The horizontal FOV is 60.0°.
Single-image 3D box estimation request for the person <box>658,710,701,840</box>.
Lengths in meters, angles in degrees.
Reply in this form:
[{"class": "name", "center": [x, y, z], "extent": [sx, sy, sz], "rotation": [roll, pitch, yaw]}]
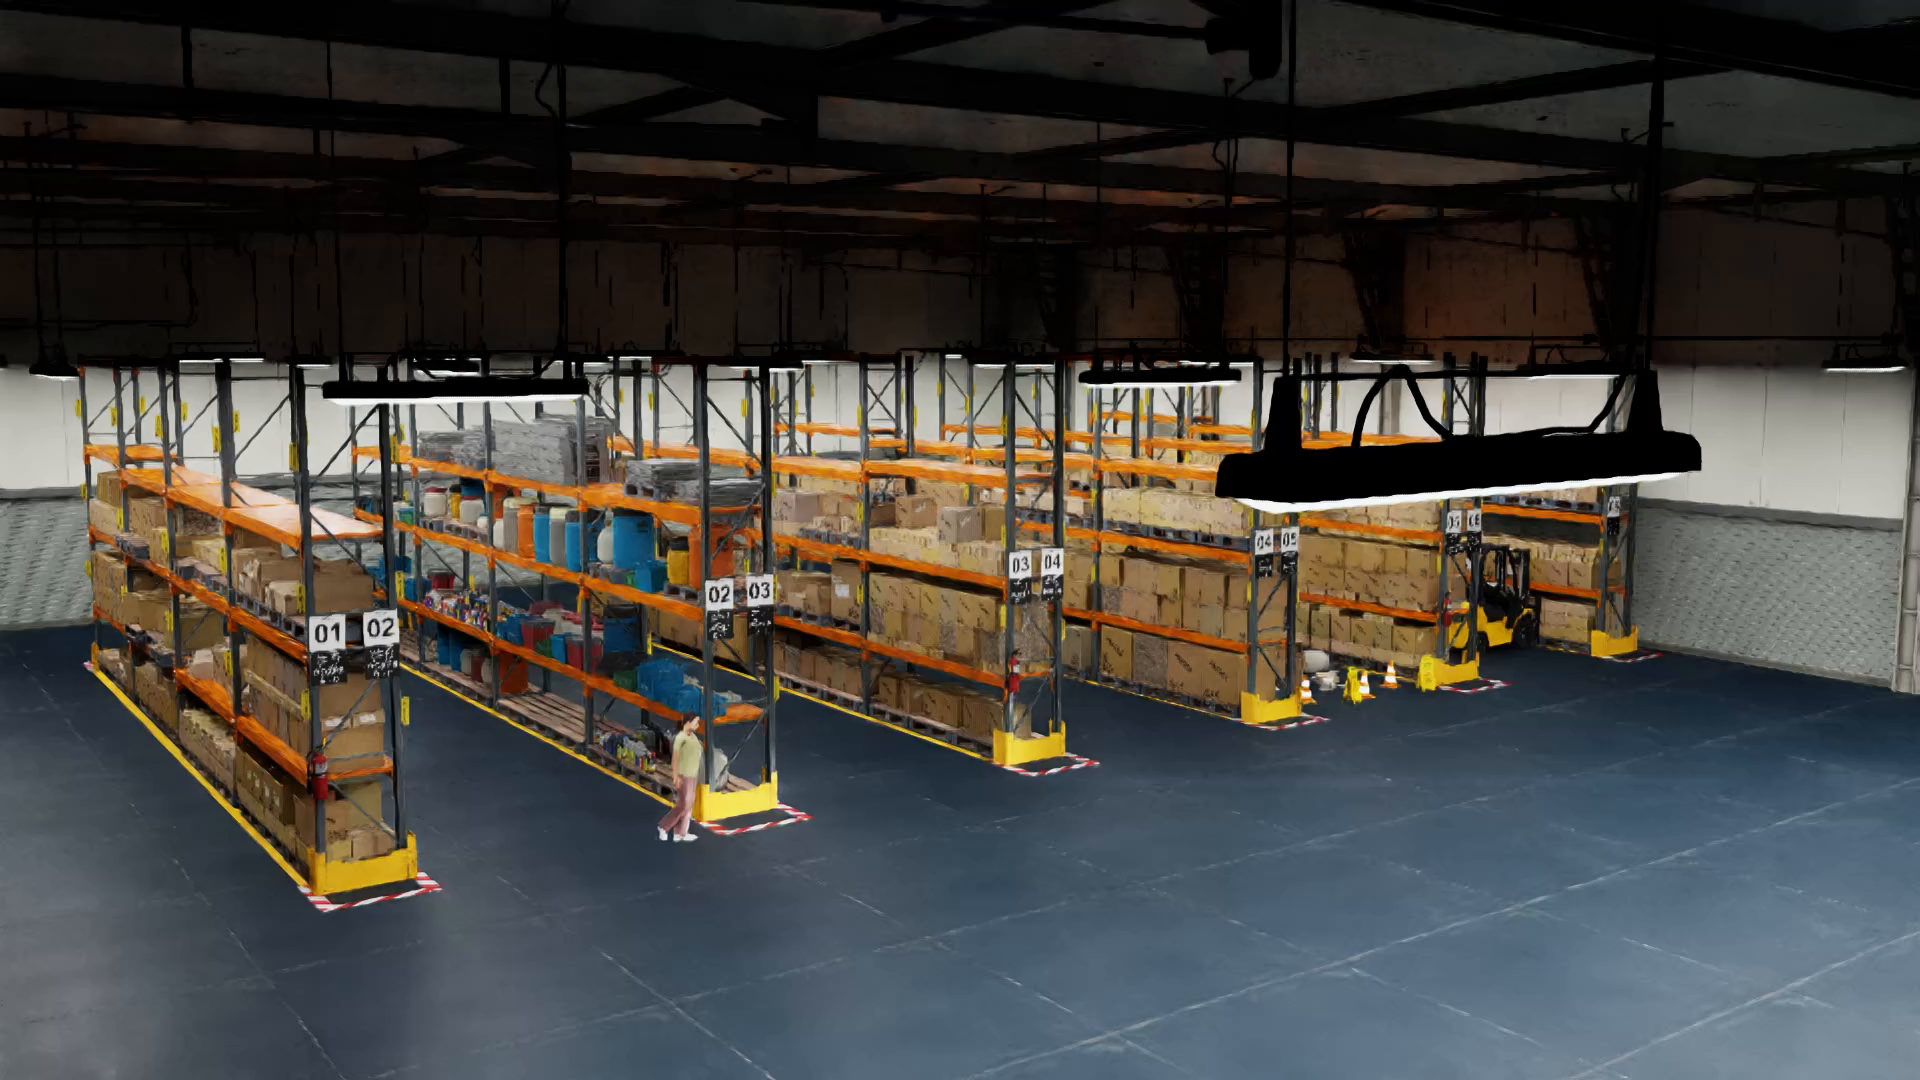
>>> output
[{"class": "person", "center": [-3.548, 2.979, 20.957], "extent": [0.477, 1.658, 0.636], "rotation": [2, 7, 17]}]
